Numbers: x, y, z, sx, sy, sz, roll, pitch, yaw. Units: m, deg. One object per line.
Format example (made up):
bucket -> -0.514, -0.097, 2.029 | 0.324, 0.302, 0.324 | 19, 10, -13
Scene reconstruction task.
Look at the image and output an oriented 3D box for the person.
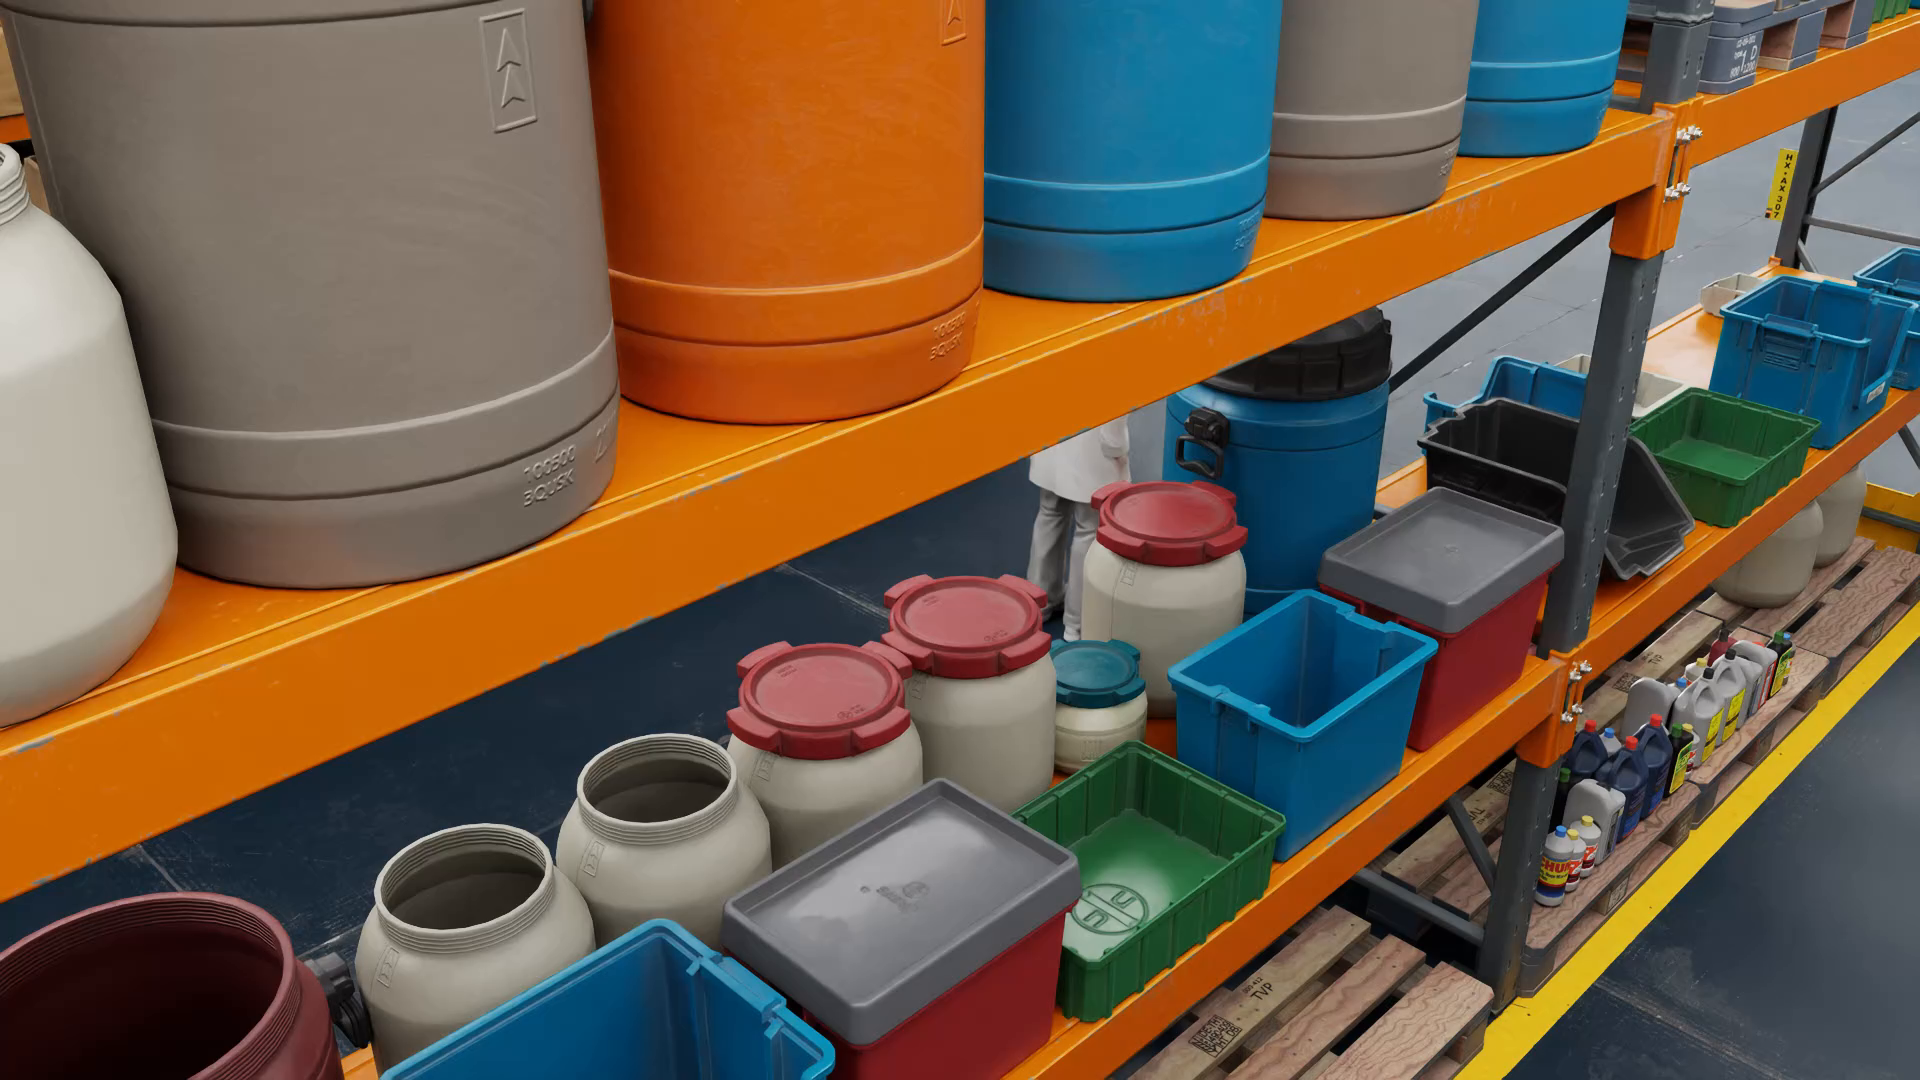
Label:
person -> 0.498, -0.441, 6.985 | 0.377, 1.780, 0.564 | -24, 36, -38
